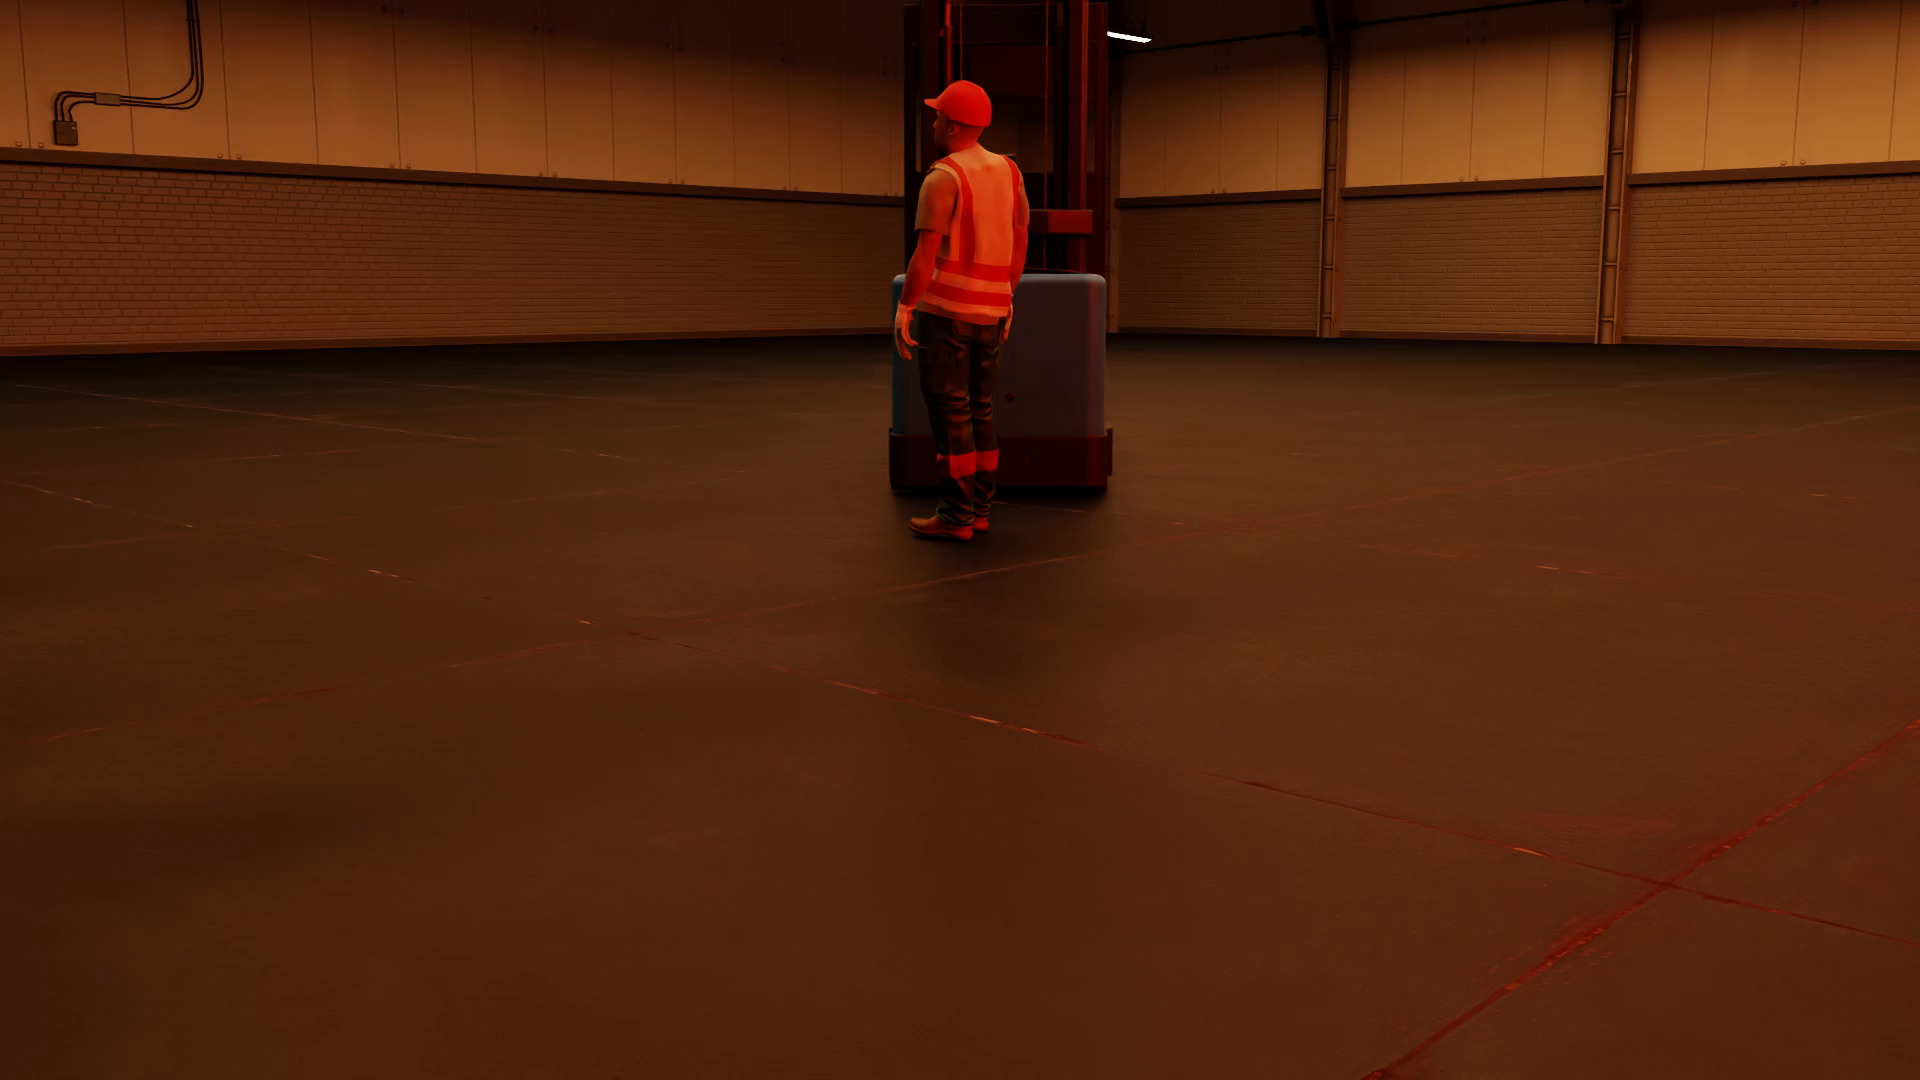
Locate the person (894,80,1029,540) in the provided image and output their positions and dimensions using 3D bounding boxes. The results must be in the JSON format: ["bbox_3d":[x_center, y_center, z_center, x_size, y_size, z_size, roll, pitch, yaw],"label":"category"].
[{"bbox_3d":[-0.049,-0.901,6.646,0.564,1.787,0.638,8,12,43],"label":"person"}]

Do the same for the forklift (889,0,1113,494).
[{"bbox_3d":[0.256,-1.860,9.225,1.130,2.935,3.031,0,9,3],"label":"forklift"}]
